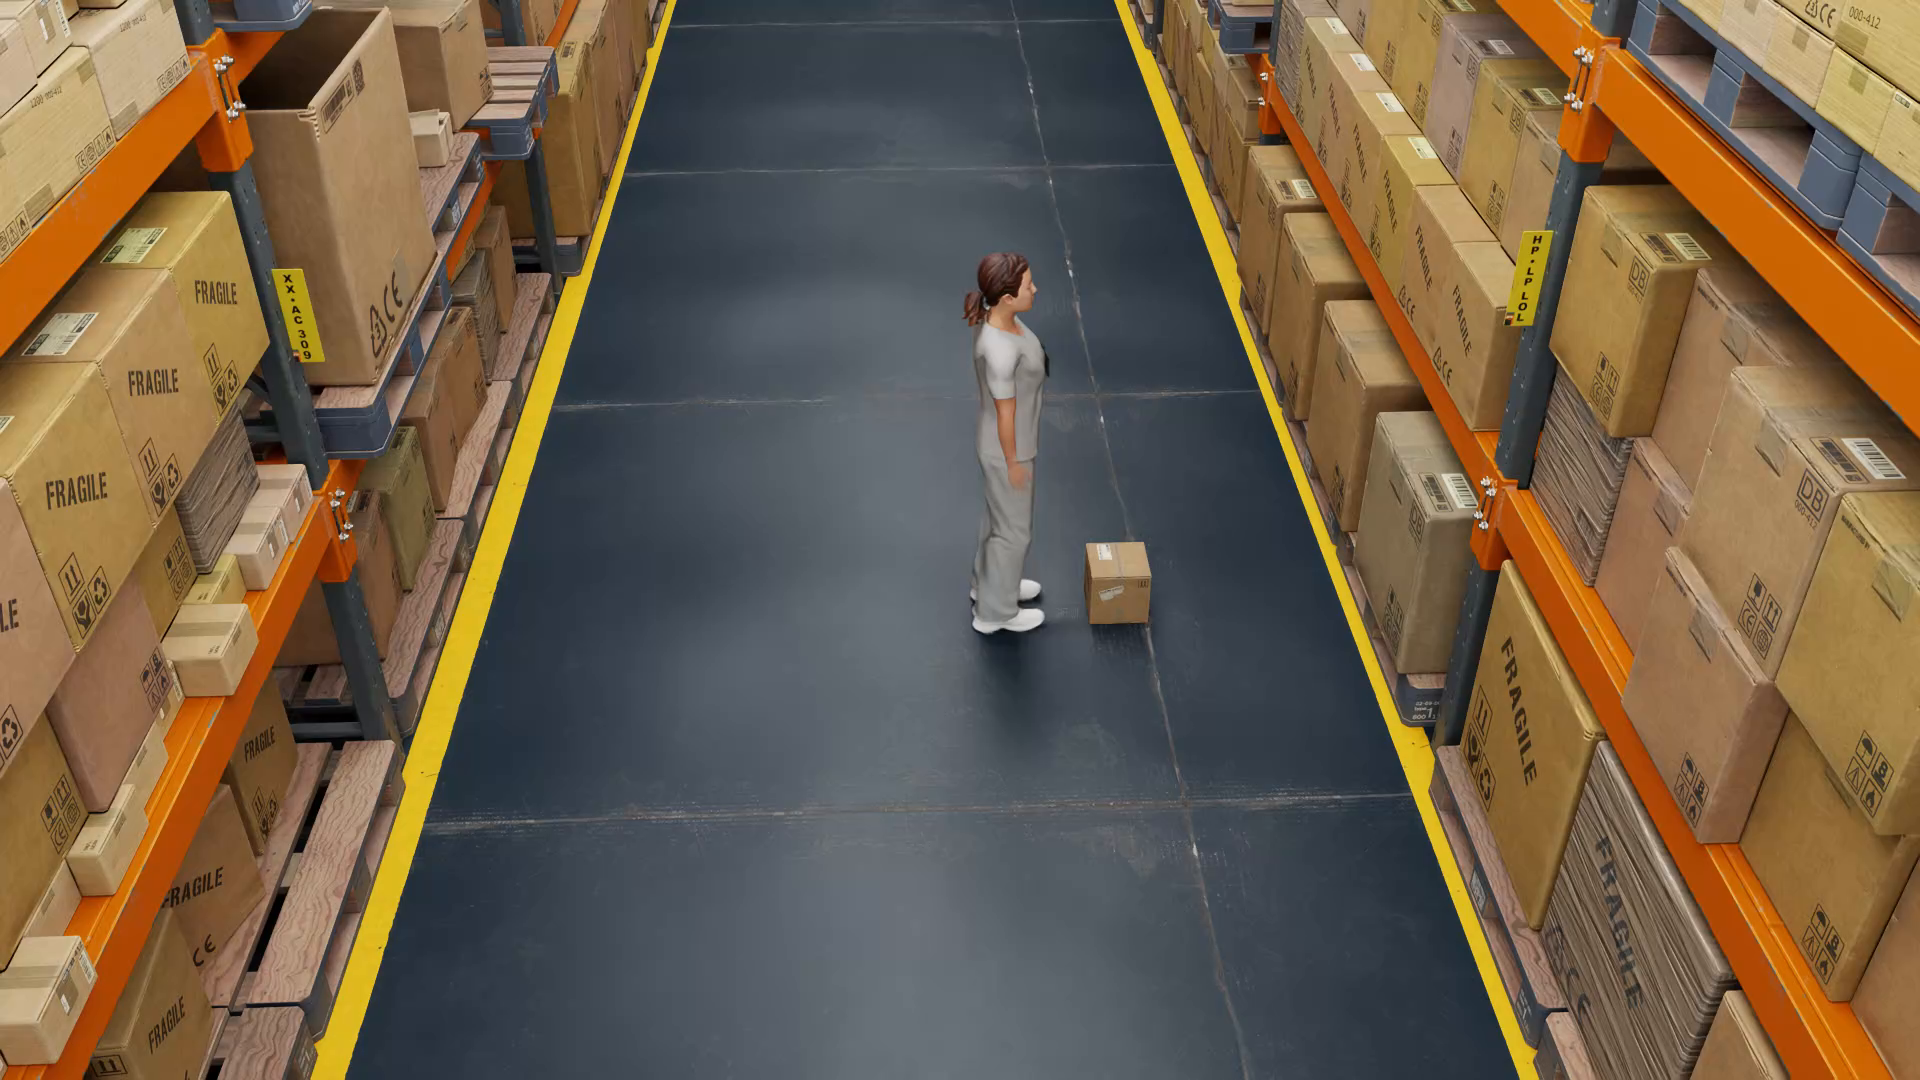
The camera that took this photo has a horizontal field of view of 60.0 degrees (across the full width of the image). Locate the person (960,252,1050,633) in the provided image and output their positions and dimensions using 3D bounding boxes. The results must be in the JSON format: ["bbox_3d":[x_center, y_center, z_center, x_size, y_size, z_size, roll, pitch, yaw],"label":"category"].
[{"bbox_3d":[0.179,-0.388,6.702,0.361,1.667,0.437,-1,35,-1],"label":"person"}]
